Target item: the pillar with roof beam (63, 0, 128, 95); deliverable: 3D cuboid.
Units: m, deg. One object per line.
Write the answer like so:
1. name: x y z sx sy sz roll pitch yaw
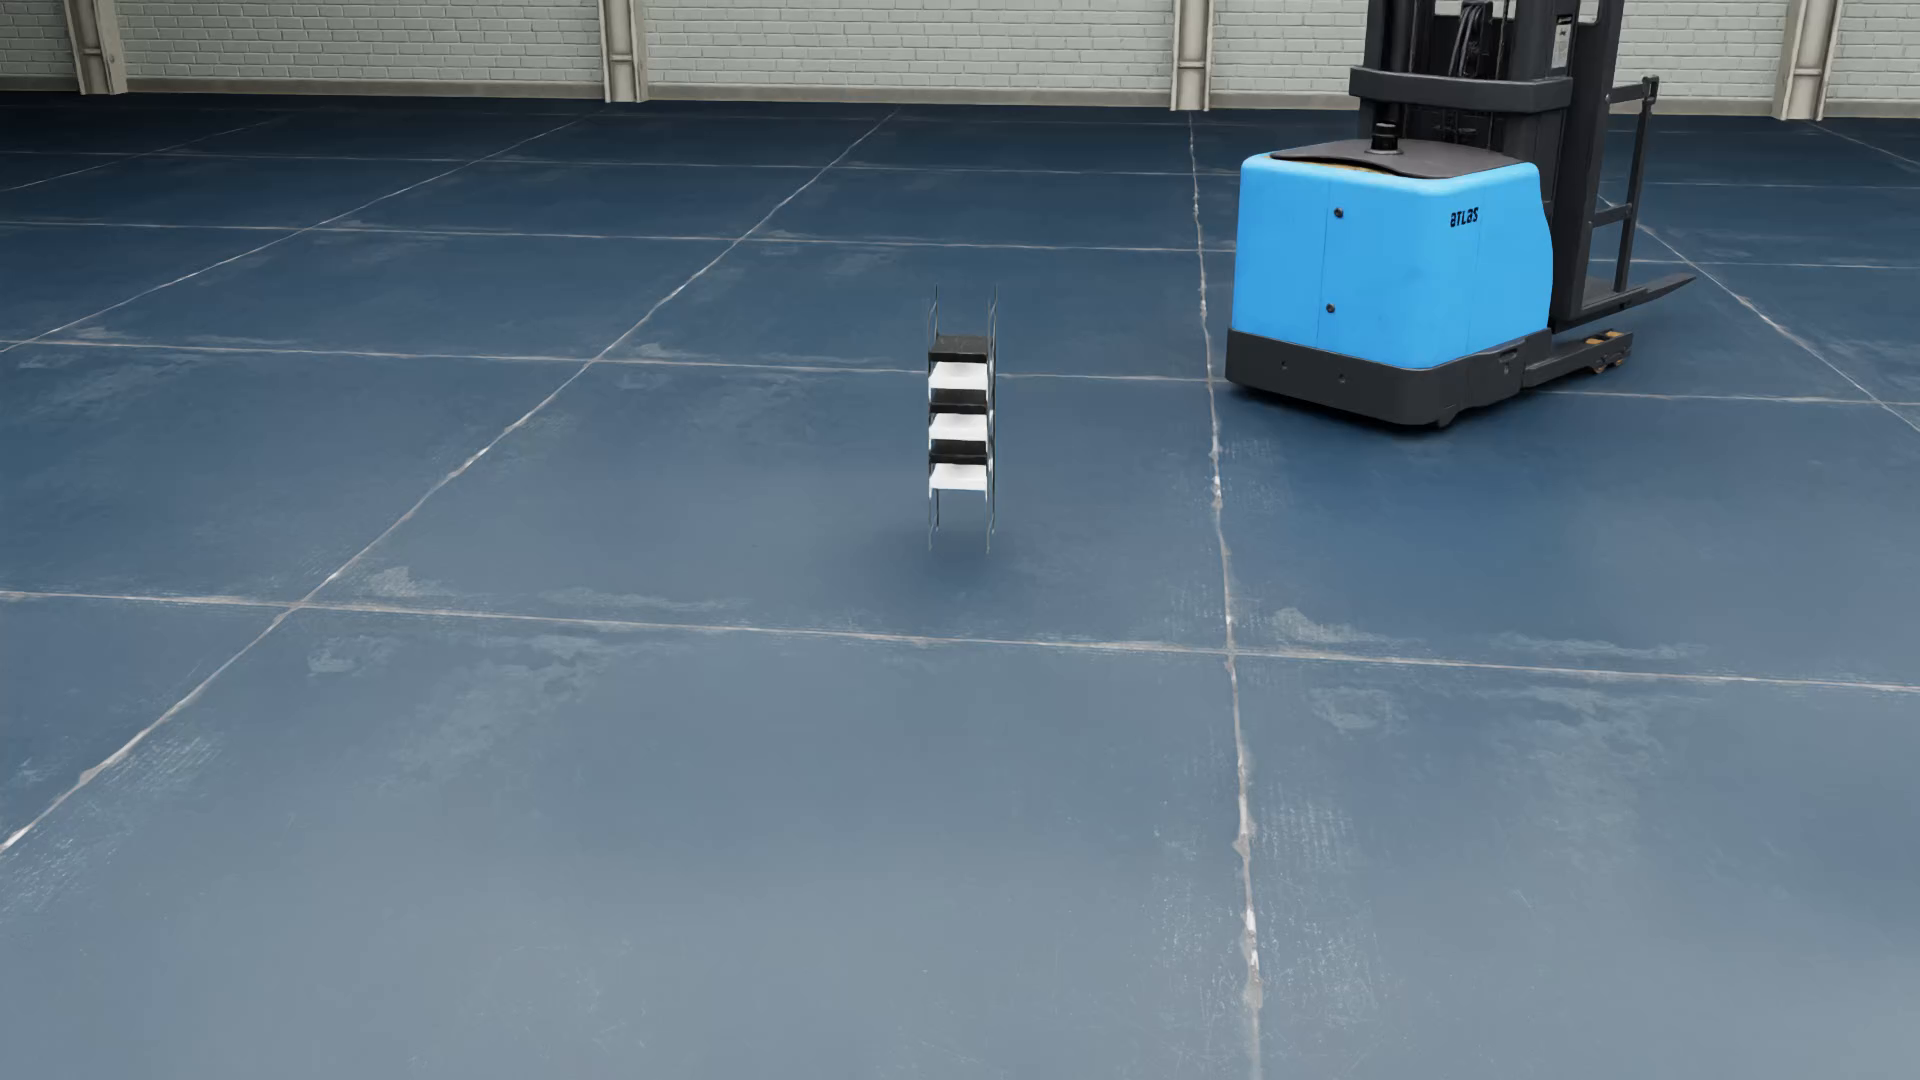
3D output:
1. pillar with roof beam: -10.046 -7.601 12.926 0.400 9.000 9.100 2 22 6

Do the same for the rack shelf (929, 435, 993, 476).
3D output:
1. rack shelf: 0.008 -0.303 5.819 0.200 0.077 0.258 2 22 6

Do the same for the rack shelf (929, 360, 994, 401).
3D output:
1. rack shelf: 0.008 -0.555 5.720 0.200 0.077 0.258 2 22 6

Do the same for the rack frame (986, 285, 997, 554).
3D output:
1. rack frame: 0.109 -0.414 5.762 0.006 0.900 0.240 2 22 6

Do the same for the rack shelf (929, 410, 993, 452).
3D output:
1. rack shelf: 0.008 -0.387 5.786 0.200 0.077 0.258 2 22 6

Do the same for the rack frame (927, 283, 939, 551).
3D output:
1. rack frame: -0.093 -0.423 5.785 0.006 0.900 0.240 2 22 6

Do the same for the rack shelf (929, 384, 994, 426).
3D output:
1. rack shelf: 0.008 -0.471 5.753 0.200 0.077 0.258 2 22 6

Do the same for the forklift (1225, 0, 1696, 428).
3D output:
1. forklift: 2.630 -2.283 7.729 3.031 2.935 1.130 -19 29 -40

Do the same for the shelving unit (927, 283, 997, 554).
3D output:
1. shelving unit: 0.008 -0.418 5.773 0.210 0.900 0.258 2 22 6

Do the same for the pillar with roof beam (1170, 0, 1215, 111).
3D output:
1. pillar with roof beam: 1.871 -7.082 11.613 0.400 9.000 9.100 2 22 6

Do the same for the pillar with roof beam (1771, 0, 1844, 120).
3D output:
1. pillar with roof beam: 7.829 -6.822 10.956 0.400 9.000 9.100 2 22 6

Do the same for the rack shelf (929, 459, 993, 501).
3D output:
1. rack shelf: 0.008 -0.220 5.852 0.200 0.077 0.258 2 22 6

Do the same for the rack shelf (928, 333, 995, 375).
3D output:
1. rack shelf: 0.008 -0.638 5.686 0.200 0.077 0.258 2 22 6

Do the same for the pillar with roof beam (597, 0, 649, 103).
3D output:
1. pillar with roof beam: -4.087 -7.341 12.269 0.400 9.000 9.100 2 22 6
